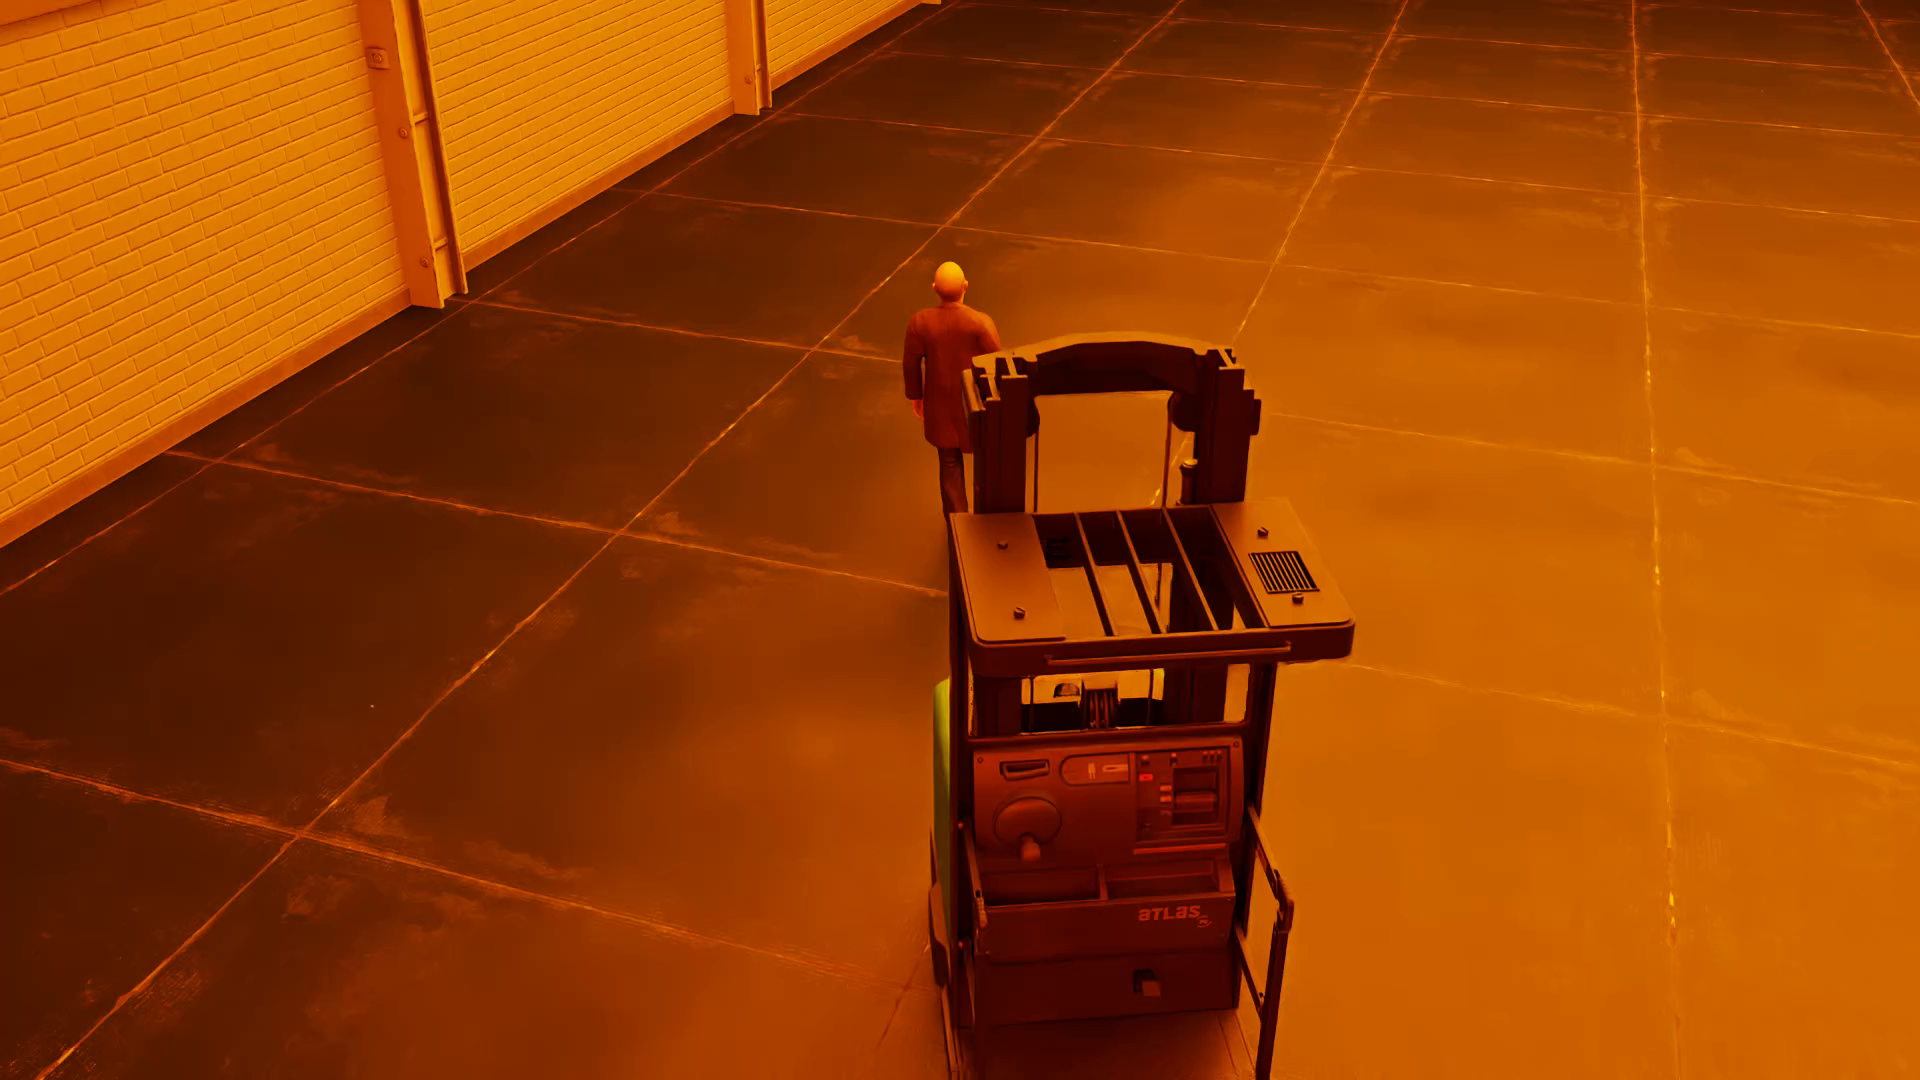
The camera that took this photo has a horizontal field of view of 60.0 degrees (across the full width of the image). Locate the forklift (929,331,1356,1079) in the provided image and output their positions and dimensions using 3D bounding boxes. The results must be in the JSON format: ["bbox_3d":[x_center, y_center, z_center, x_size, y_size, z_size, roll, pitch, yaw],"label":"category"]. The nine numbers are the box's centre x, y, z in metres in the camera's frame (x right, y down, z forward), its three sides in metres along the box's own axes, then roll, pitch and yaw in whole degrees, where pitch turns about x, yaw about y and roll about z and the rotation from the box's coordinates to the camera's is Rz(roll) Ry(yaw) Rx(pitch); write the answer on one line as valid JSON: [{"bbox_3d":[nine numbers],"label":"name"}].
[{"bbox_3d":[0.534,0.930,5.504,1.130,2.935,3.031,-3,30,-5],"label":"forklift"}]

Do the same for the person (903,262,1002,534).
[{"bbox_3d":[0.033,-0.821,9.727,0.698,1.778,0.579,10,31,16],"label":"person"}]
